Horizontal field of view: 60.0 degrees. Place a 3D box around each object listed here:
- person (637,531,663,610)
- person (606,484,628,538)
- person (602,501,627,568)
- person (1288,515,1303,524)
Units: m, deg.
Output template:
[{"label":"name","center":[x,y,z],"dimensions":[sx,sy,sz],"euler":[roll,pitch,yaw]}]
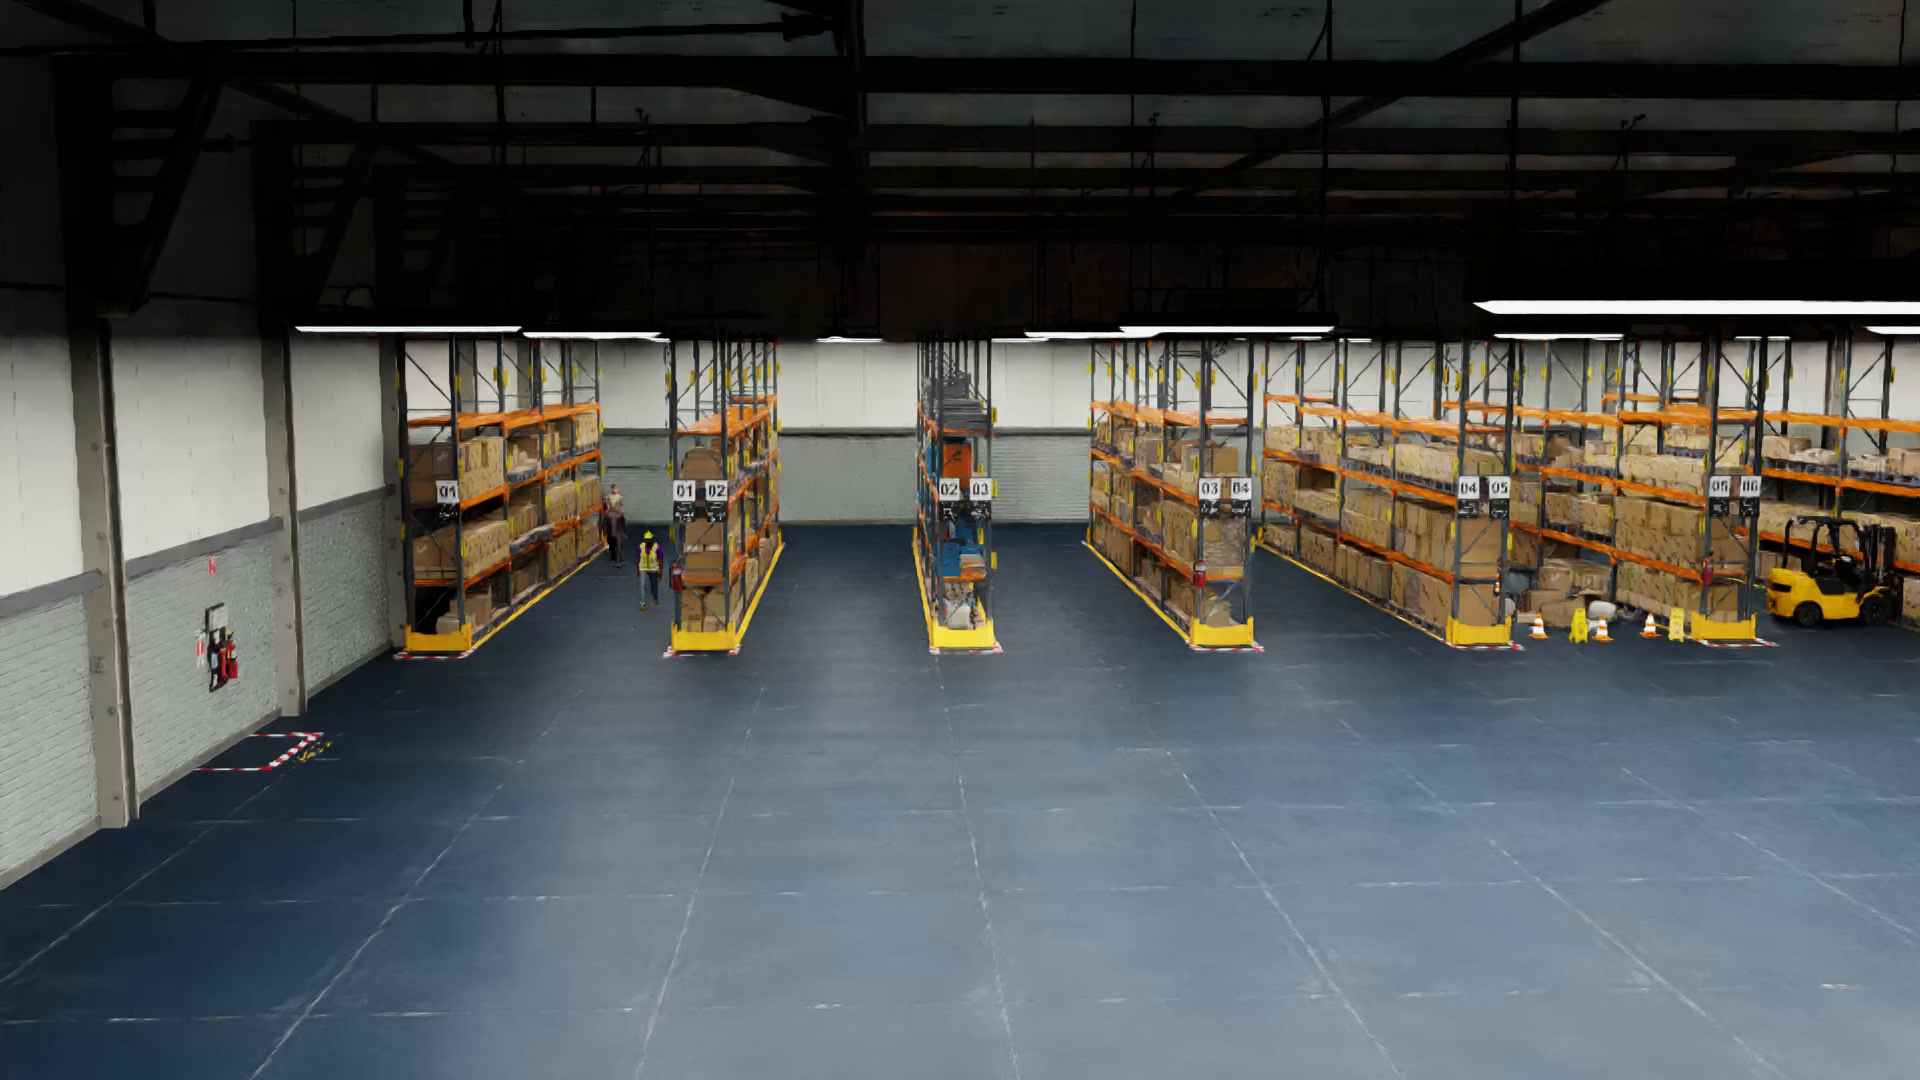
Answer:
[{"label":"person","center":[-6.704,0.640,35.960],"dimensions":[0.575,1.689,1.128],"euler":[-1,7,-5]},{"label":"person","center":[-10.152,-0.841,48.872],"dimensions":[0.598,1.617,0.756],"euler":[-3,7,-25]},{"label":"person","center":[-8.855,-0.158,42.562],"dimensions":[0.601,1.694,1.186],"euler":[-1,7,-5]},{"label":"person","center":[9.933,-0.919,49.054],"dimensions":[0.550,1.758,0.661],"euler":[-4,8,-32]}]
